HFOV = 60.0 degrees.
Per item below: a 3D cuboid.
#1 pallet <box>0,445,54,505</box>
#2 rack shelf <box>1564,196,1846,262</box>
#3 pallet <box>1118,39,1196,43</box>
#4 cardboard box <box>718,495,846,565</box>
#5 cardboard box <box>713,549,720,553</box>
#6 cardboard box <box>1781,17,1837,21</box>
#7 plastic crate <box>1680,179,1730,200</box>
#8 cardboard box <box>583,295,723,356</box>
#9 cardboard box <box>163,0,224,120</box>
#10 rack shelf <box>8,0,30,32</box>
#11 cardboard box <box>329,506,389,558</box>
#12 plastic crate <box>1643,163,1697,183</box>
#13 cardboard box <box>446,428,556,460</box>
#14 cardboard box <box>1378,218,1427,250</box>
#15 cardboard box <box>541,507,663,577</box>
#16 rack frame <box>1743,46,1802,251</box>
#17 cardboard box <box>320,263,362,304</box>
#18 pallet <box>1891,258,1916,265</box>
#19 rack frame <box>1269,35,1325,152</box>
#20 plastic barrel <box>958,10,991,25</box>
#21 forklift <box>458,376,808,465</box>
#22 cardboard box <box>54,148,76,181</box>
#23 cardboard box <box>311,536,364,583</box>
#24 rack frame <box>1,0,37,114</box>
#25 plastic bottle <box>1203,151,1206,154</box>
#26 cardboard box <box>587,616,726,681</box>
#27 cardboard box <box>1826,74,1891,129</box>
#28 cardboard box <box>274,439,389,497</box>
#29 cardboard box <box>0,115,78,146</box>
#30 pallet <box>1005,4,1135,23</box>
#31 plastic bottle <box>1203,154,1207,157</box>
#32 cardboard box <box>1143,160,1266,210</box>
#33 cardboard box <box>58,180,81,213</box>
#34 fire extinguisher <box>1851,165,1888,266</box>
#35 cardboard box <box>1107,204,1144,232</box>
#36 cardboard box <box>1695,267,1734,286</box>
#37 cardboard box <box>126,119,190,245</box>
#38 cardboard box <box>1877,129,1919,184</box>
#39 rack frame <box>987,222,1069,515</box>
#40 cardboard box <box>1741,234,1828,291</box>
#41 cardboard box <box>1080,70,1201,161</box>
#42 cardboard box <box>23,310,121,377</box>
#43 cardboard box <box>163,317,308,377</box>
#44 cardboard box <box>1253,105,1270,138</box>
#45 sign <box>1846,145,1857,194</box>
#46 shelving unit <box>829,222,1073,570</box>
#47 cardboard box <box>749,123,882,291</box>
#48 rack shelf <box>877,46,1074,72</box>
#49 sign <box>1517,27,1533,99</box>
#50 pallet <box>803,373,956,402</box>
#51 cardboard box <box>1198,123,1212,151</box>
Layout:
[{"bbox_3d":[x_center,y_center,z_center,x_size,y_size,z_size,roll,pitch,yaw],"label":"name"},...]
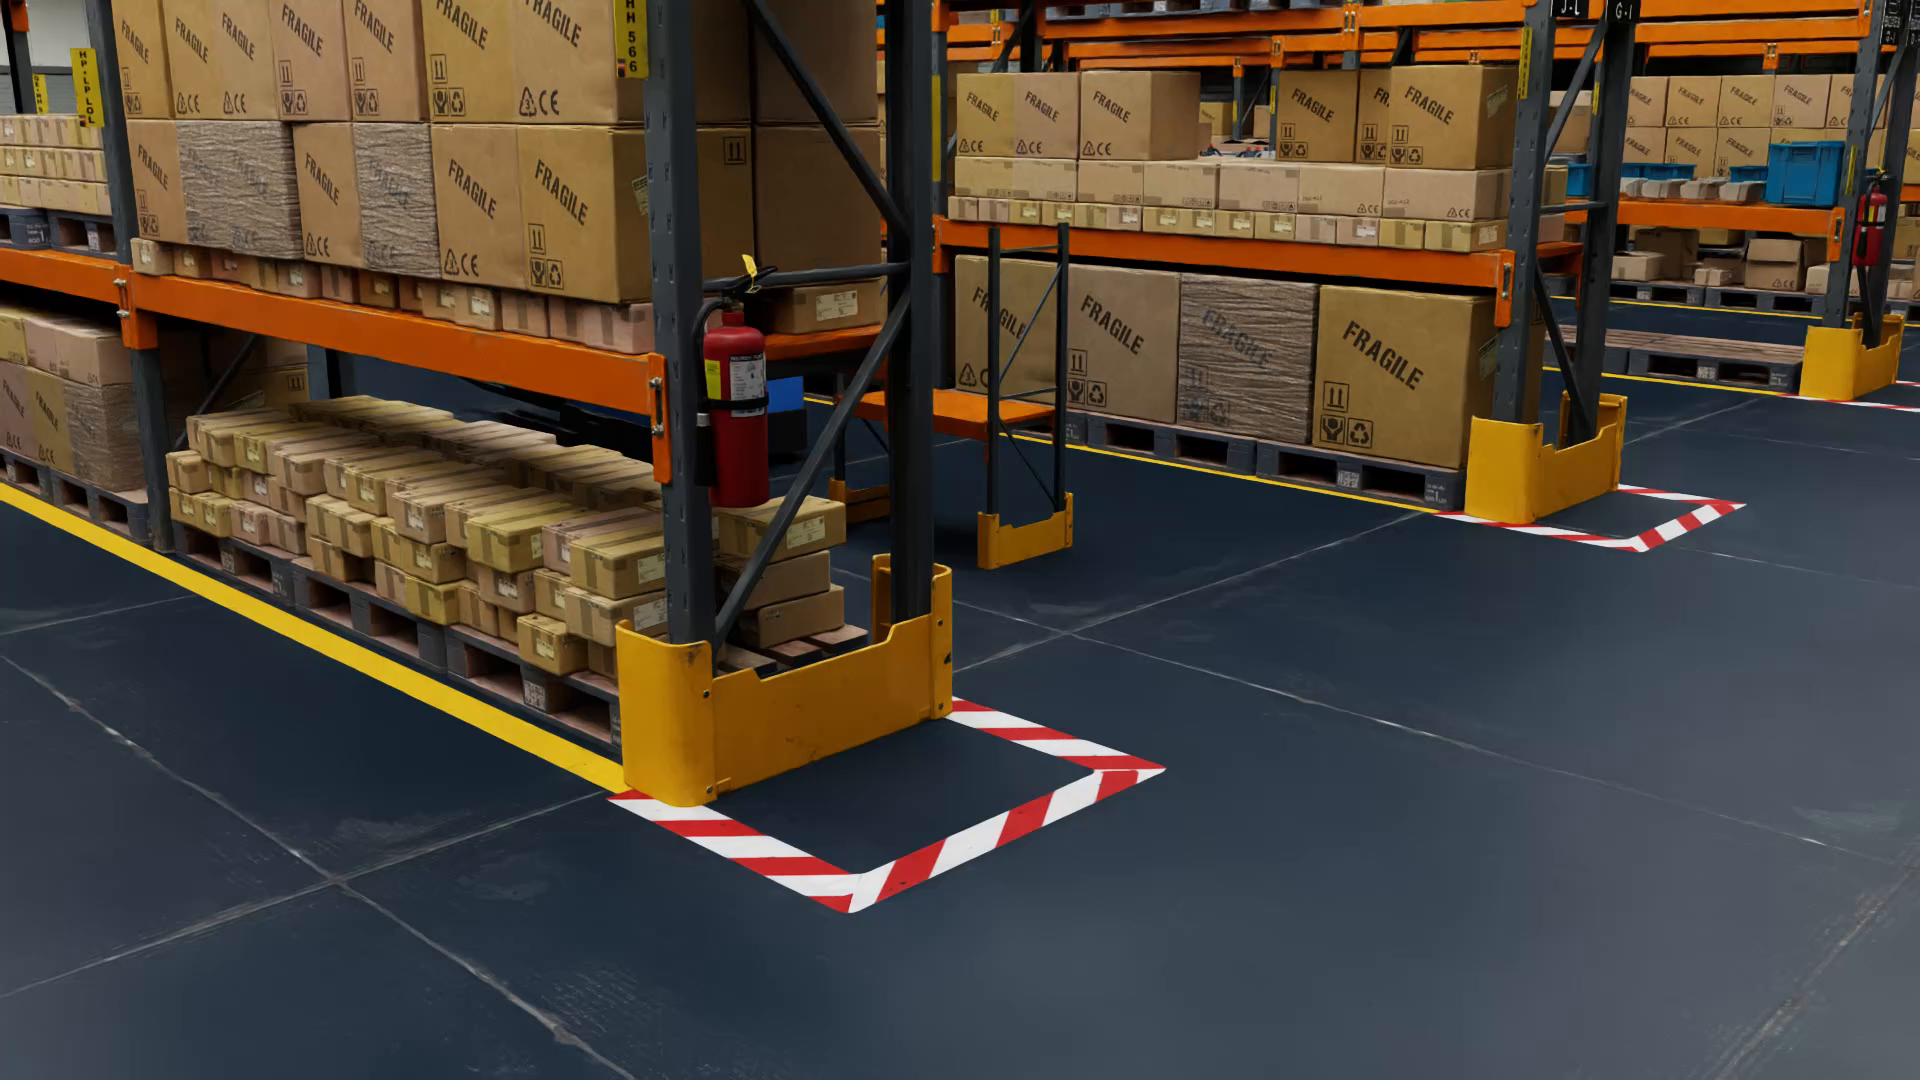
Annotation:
[{"bbox_3d":[-4.798,-0.478,9.348,1.213,0.211,1.003,14,20,42],"label":"pallet"},{"bbox_3d":[5.039,-2.561,13.240,4.000,0.370,1.077,14,20,42],"label":"rack shelf"},{"bbox_3d":[2.803,-6.516,21.416,1.003,0.211,1.213,-13,20,-42],"label":"pallet"},{"bbox_3d":[-0.616,-0.043,5.788,0.250,0.149,0.380,13,19,40],"label":"cardboard box"},{"bbox_3d":[-0.831,0.058,5.991,0.250,0.149,0.380,14,20,42],"label":"cardboard box"},{"bbox_3d":[8.297,-5.144,16.073,0.500,0.250,0.500,14,20,42],"label":"cardboard box"},{"bbox_3d":[5.568,-2.624,12.458,0.243,0.136,0.396,14,20,42],"label":"plastic crate"},{"bbox_3d":[-0.905,-0.662,5.022,0.250,0.149,0.380,14,20,42],"label":"cardboard box"},{"bbox_3d":[-2.815,-1.943,6.668,0.500,0.500,0.500,13,19,41],"label":"cardboard box"},{"bbox_3d":[-4.794,-2.931,8.711,4.000,0.370,1.077,14,20,42],"label":"rack shelf"},{"bbox_3d":[-2.199,-0.056,6.430,0.250,0.149,0.380,14,20,43],"label":"cardboard box"},{"bbox_3d":[5.582,-2.841,13.099,0.300,0.233,0.416,14,20,42],"label":"plastic crate"},{"bbox_3d":[-1.927,-0.359,7.004,0.250,0.149,0.380,13,19,40],"label":"cardboard box"},{"bbox_3d":[2.368,-1.587,8.570,0.250,0.149,0.380,14,20,43],"label":"cardboard box"},{"bbox_3d":[-1.172,0.010,5.588,0.380,0.149,0.250,-14,20,-43],"label":"cardboard box"},{"bbox_3d":[10.476,-5.058,21.394,0.127,3.000,1.000,14,20,42],"label":"rack frame"},{"bbox_3d":[-2.170,-0.987,6.270,0.380,0.149,0.250,-14,20,-42],"label":"cardboard box"},{"bbox_3d":[11.851,-3.347,20.361,1.213,0.211,1.003,14,20,42],"label":"pallet"},{"bbox_3d":[4.161,-4.858,20.627,0.127,3.000,1.000,14,20,42],"label":"rack frame"},{"bbox_3d":[0.279,-5.837,17.441,0.600,0.901,0.600,0,15,0],"label":"plastic barrel"},{"bbox_3d":[-2.218,-2.094,10.155,1.130,2.935,3.031,-12,19,-38],"label":"forklift"},{"bbox_3d":[-4.144,-1.827,8.071,0.380,0.149,0.250,-13,20,-42],"label":"cardboard box"},{"bbox_3d":[-2.353,0.040,6.650,0.250,0.149,0.380,13,19,41],"label":"cardboard box"},{"bbox_3d":[-6.233,-2.178,10.342,0.127,3.000,1.000,14,20,42],"label":"rack frame"},{"bbox_3d":[2.359,-3.654,16.238,0.133,0.283,0.061,14,20,42],"label":"plastic bottle"},{"bbox_3d":[-0.998,0.344,5.483,0.250,0.149,0.380,14,20,43],"label":"cardboard box"},{"bbox_3d":[8.668,-4.196,15.906,0.500,0.500,0.500,-14,20,-43],"label":"cardboard box"},{"bbox_3d":[-2.546,-0.296,6.762,0.380,0.149,0.250,-14,20,-43],"label":"cardboard box"},{"bbox_3d":[-4.716,-2.110,8.568,0.250,0.149,0.380,13,19,40],"label":"cardboard box"},{"bbox_3d":[1.203,-5.168,16.243,1.213,0.211,1.003,14,20,42],"label":"pallet"},{"bbox_3d":[2.275,-3.450,15.478,0.097,0.271,0.097,0,15,0],"label":"plastic bottle"},{"bbox_3d":[1.399,-2.037,9.507,0.500,0.250,0.500,14,20,42],"label":"cardboard box"},{"bbox_3d":[-4.143,-1.682,8.105,0.250,0.149,0.380,14,20,42],"label":"cardboard box"},{"bbox_3d":[6.272,-2.233,11.445,0.183,0.674,0.296,14,20,42],"label":"fire extinguisher"},{"bbox_3d":[1.077,-1.900,9.773,0.250,0.149,0.380,14,20,43],"label":"cardboard box"},{"bbox_3d":[7.822,-2.737,17.236,0.250,0.166,0.380,14,20,42],"label":"cardboard box"},{"bbox_3d":[-3.172,-1.538,7.097,0.500,0.500,0.500,13,20,41],"label":"cardboard box"},{"bbox_3d":[9.033,-3.625,15.699,0.500,0.500,0.500,14,20,43],"label":"cardboard box"},{"bbox_3d":[0.305,-0.652,7.459,0.032,1.500,0.500,14,20,42],"label":"rack frame"},{"bbox_3d":[8.396,-2.835,16.942,0.637,0.503,0.797,14,20,42],"label":"cardboard box"},{"bbox_3d":[1.056,-2.487,9.747,0.500,0.500,0.500,13,19,40],"label":"cardboard box"},{"bbox_3d":[-4.426,-1.011,8.501,0.500,0.250,0.500,-13,20,-42],"label":"cardboard box"},{"bbox_3d":[-3.702,-1.012,8.503,0.500,0.250,0.500,13,19,40],"label":"cardboard box"},{"bbox_3d":[5.060,-6.624,26.334,0.500,0.500,0.700,14,20,42],"label":"cardboard box"},{"bbox_3d":[6.109,-2.536,11.391,0.005,0.325,0.100,14,20,42],"label":"sign"},{"bbox_3d":[-0.055,-0.739,7.794,1.083,1.500,0.587,14,20,42],"label":"shelving unit"},{"bbox_3d":[-0.606,-1.099,5.412,0.500,0.500,0.500,-13,20,-42],"label":"cardboard box"},{"bbox_3d":[-0.159,-7.011,24.370,4.000,0.370,1.077,14,20,42],"label":"rack shelf"},{"bbox_3d":[2.654,-2.239,7.811,0.005,0.325,0.100,14,20,42],"label":"sign"},{"bbox_3d":[-0.446,-1.132,11.860,1.213,0.211,1.003,14,20,42],"label":"pallet"},{"bbox_3d":[2.941,-5.197,21.730,0.500,0.500,0.500,12,19,39],"label":"cardboard box"}]
